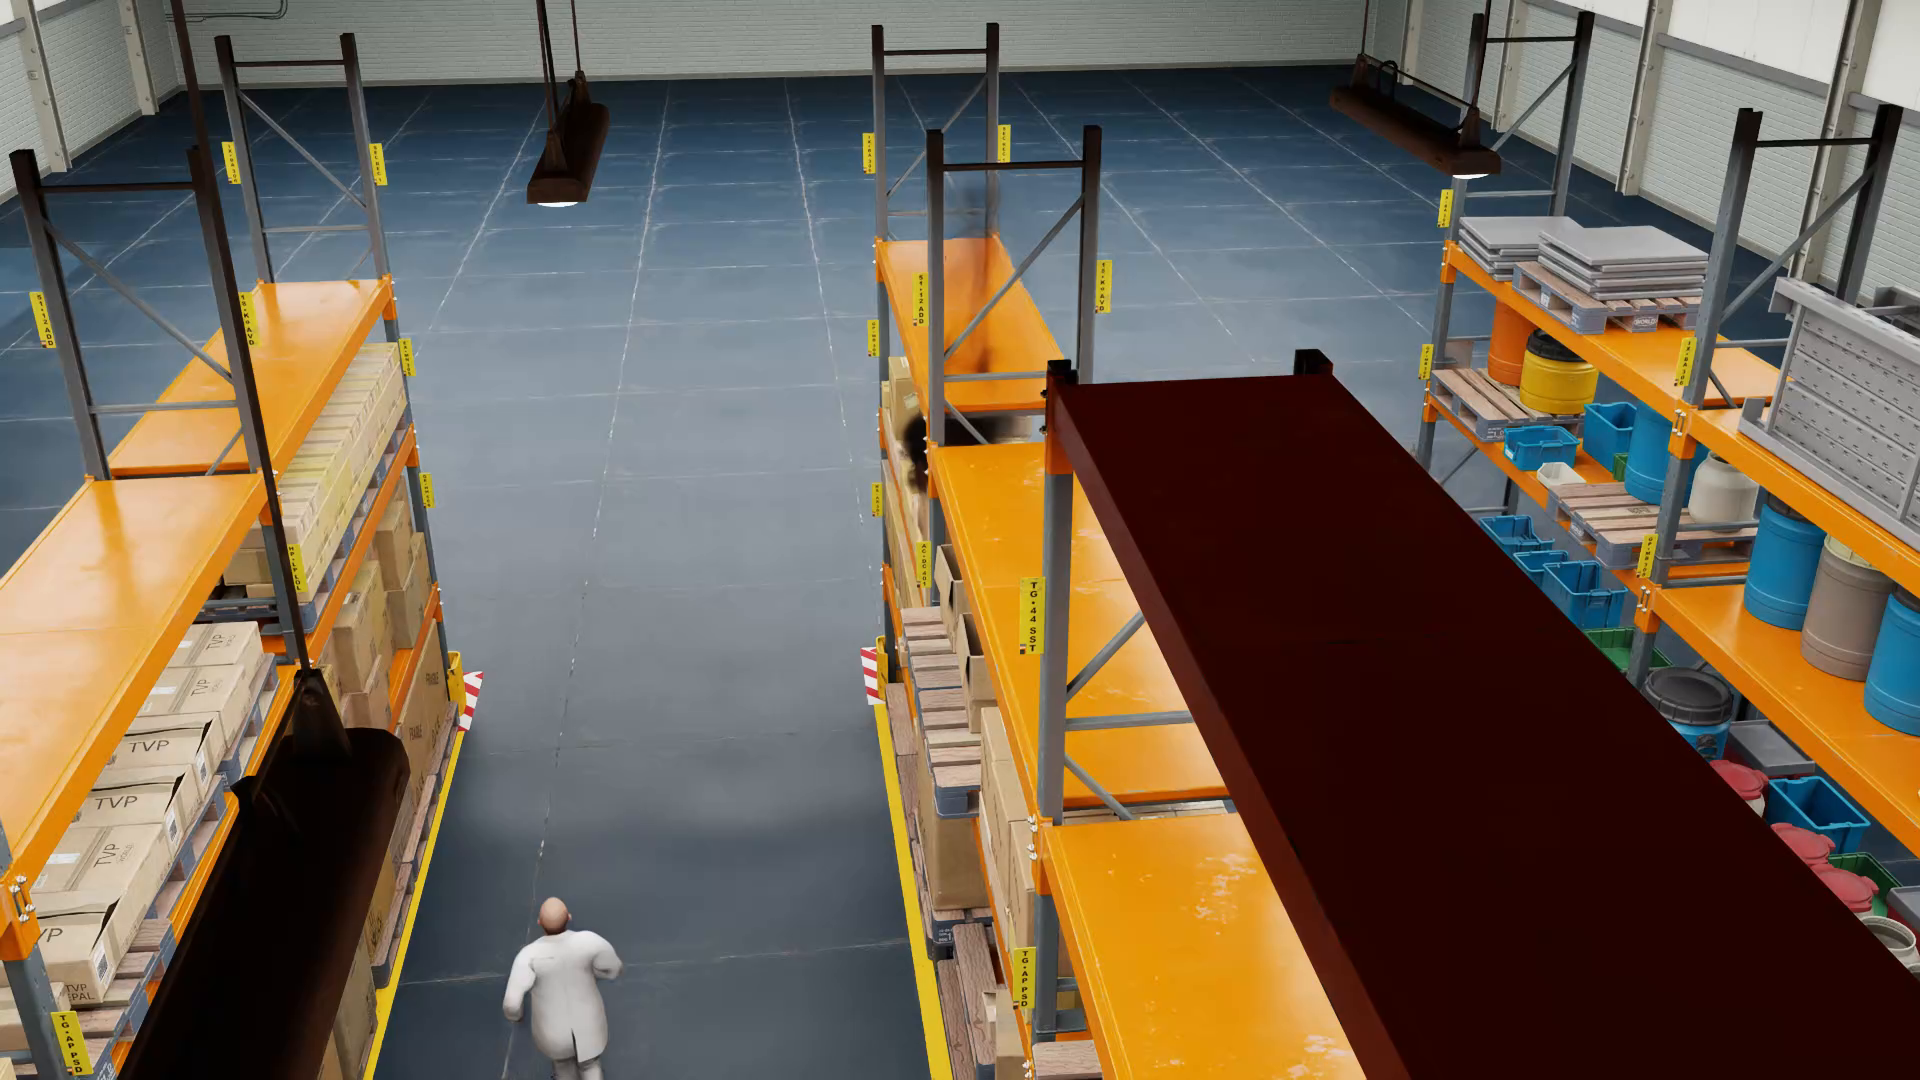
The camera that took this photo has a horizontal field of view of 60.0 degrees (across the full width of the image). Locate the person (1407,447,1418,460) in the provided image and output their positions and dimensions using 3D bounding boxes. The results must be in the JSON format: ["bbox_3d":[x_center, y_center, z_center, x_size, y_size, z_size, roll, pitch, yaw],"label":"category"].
[{"bbox_3d":[4.550,-0.214,17.114,0.549,1.586,0.603,10,27,20],"label":"person"}]

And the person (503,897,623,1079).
[{"bbox_3d":[-2.399,2.972,10.212,0.726,1.791,0.925,-9,27,-19],"label":"person"}]
